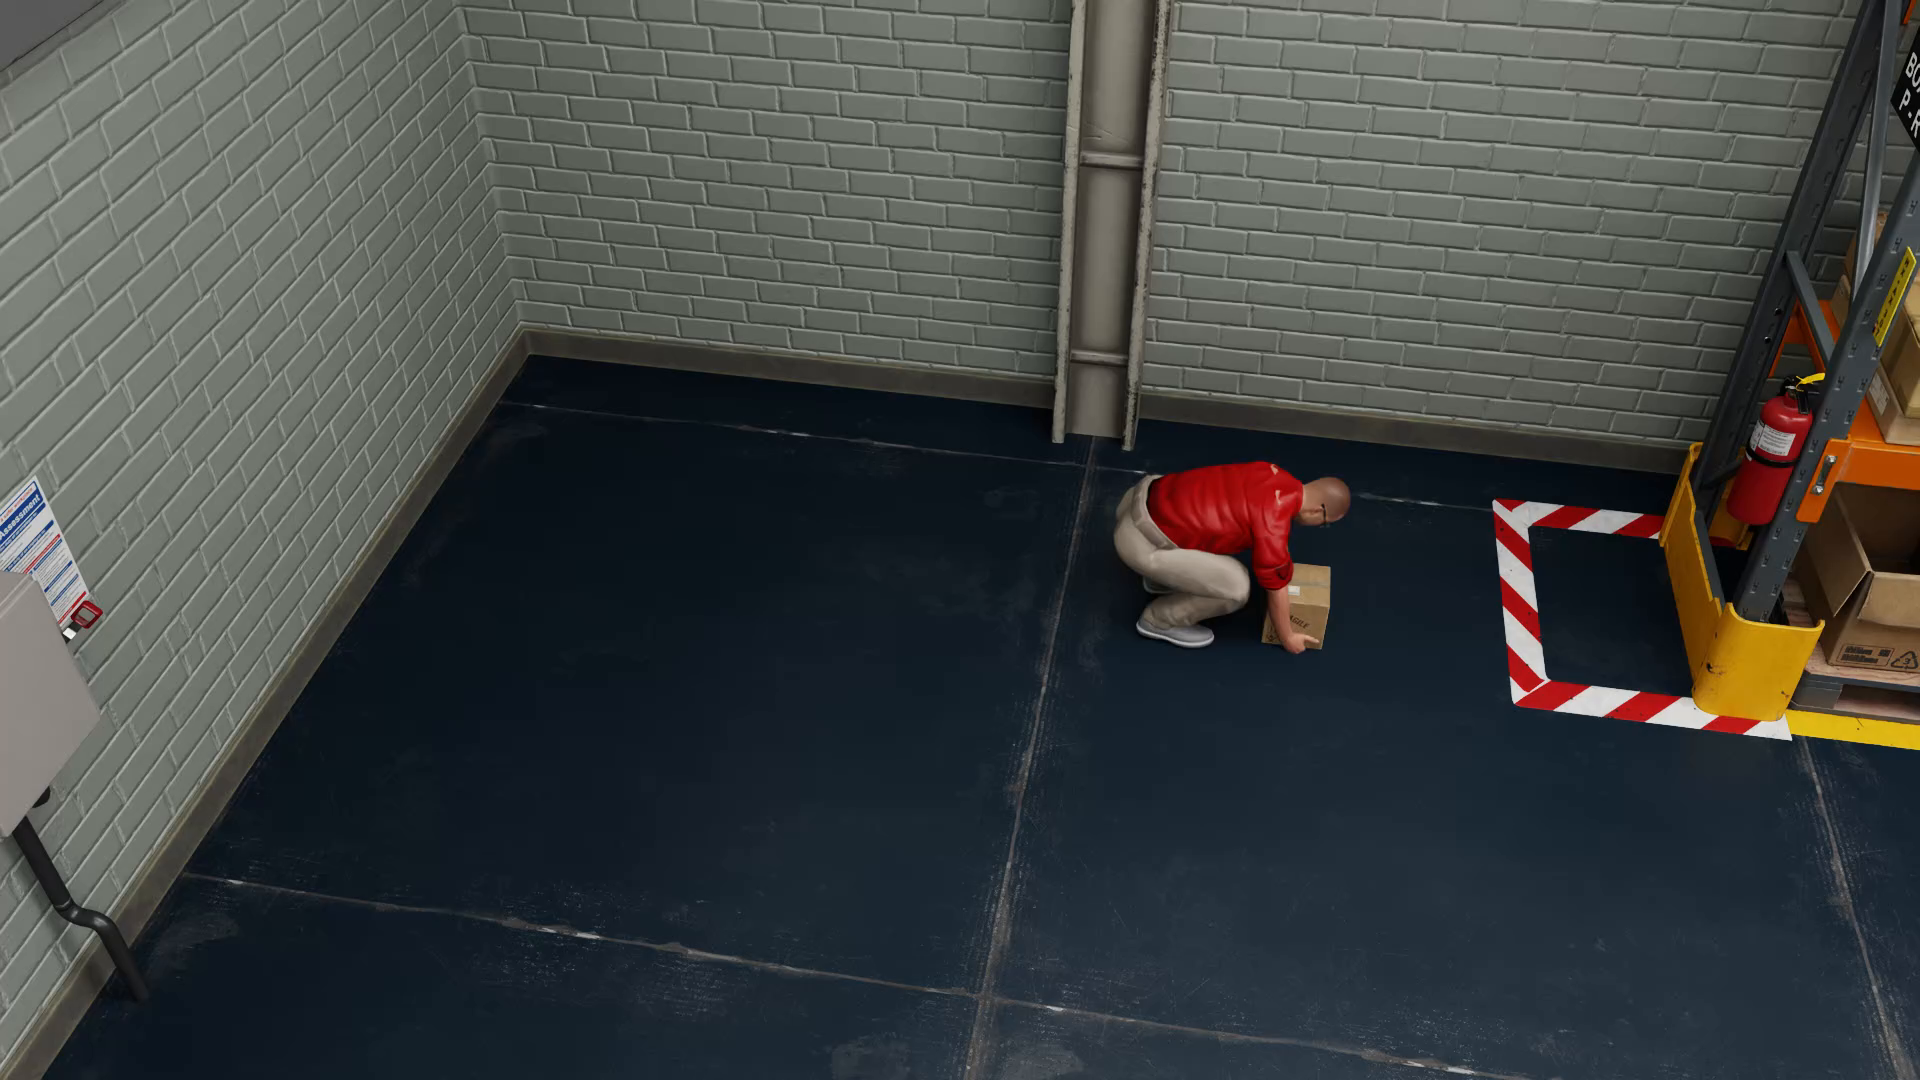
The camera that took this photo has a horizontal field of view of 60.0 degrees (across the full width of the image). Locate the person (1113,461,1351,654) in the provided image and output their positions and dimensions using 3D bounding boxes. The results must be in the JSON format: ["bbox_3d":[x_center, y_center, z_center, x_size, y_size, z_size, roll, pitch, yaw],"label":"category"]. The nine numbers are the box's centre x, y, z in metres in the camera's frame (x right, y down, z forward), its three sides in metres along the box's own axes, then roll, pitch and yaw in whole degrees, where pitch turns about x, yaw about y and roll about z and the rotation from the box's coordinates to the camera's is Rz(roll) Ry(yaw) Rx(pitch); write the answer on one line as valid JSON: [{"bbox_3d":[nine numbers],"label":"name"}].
[{"bbox_3d":[1.099,0.047,6.879,0.932,0.780,0.527,6,41,7],"label":"person"}]
